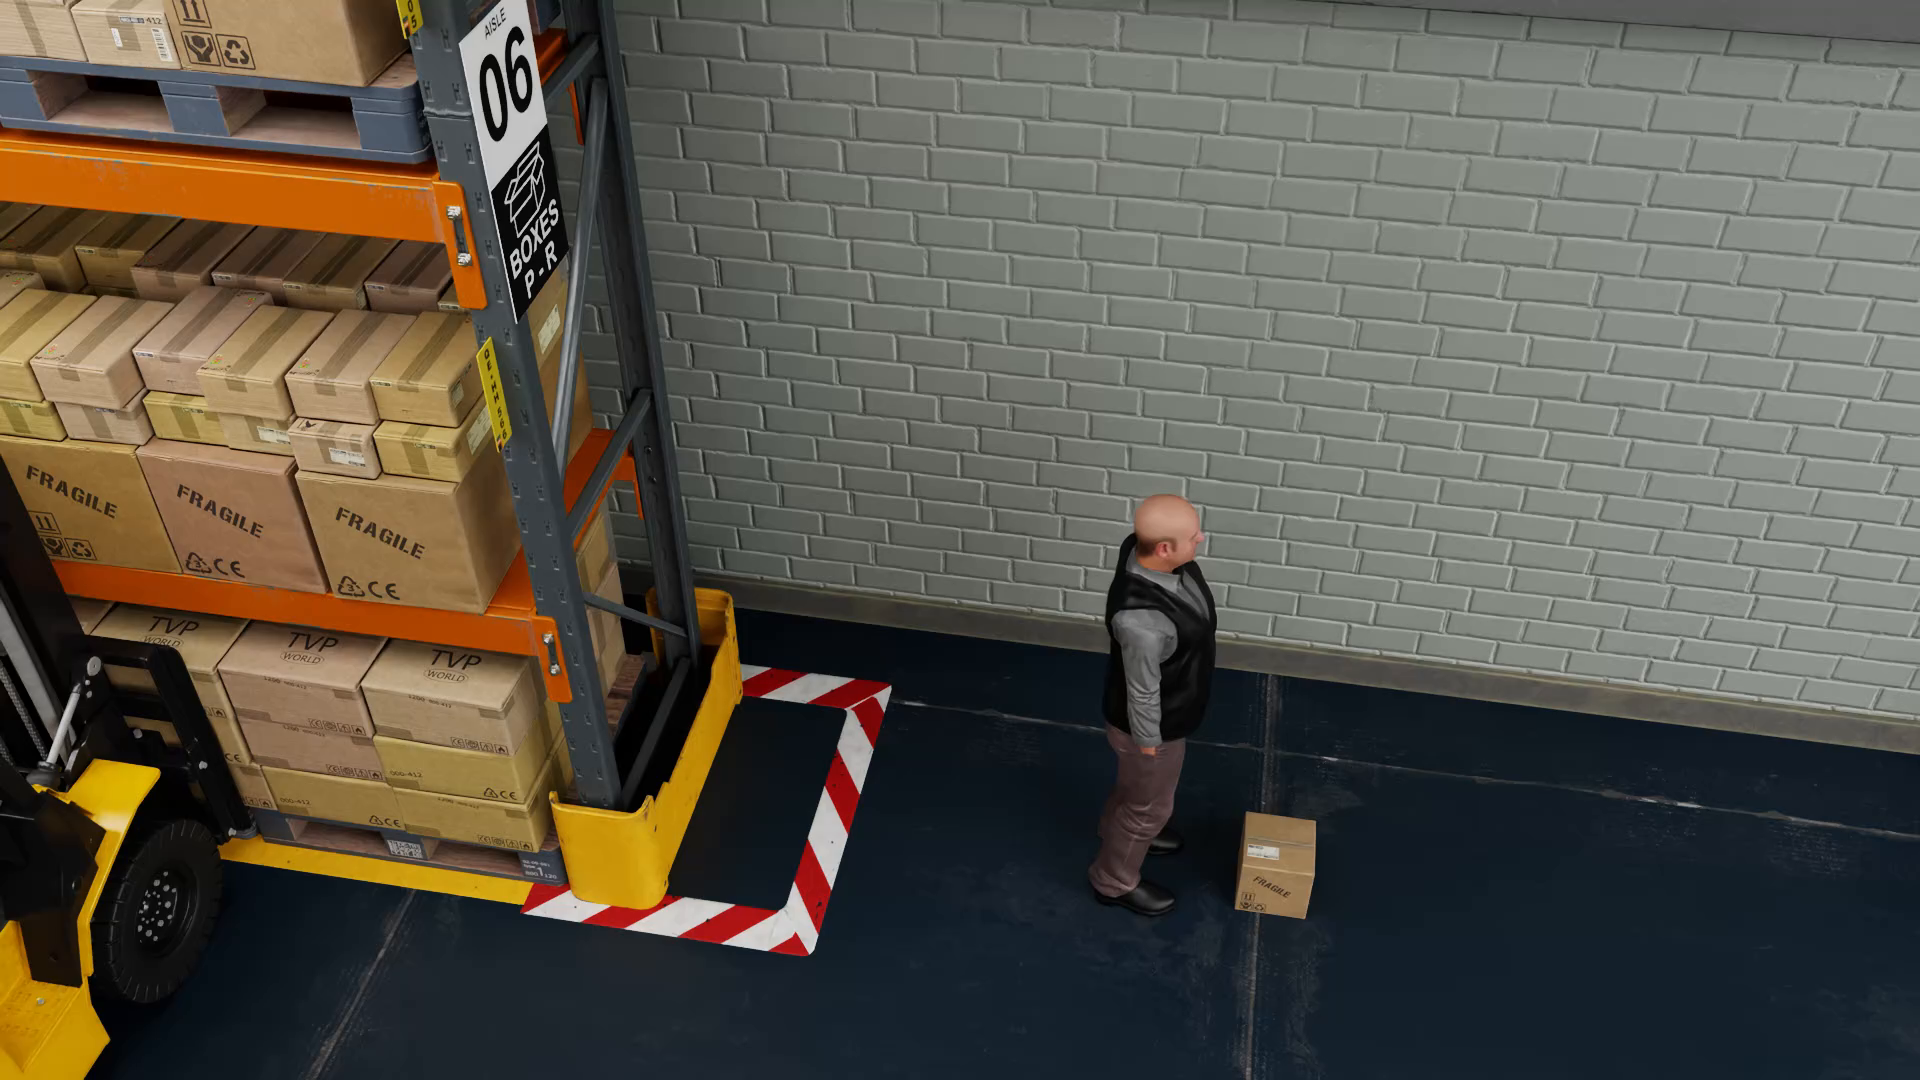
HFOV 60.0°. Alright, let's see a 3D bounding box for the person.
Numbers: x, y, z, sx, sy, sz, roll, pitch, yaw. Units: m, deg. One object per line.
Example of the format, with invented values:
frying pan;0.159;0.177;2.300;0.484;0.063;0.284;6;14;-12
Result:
person;0.650;0.575;5.578;0.360;1.622;0.532;7;41;9
